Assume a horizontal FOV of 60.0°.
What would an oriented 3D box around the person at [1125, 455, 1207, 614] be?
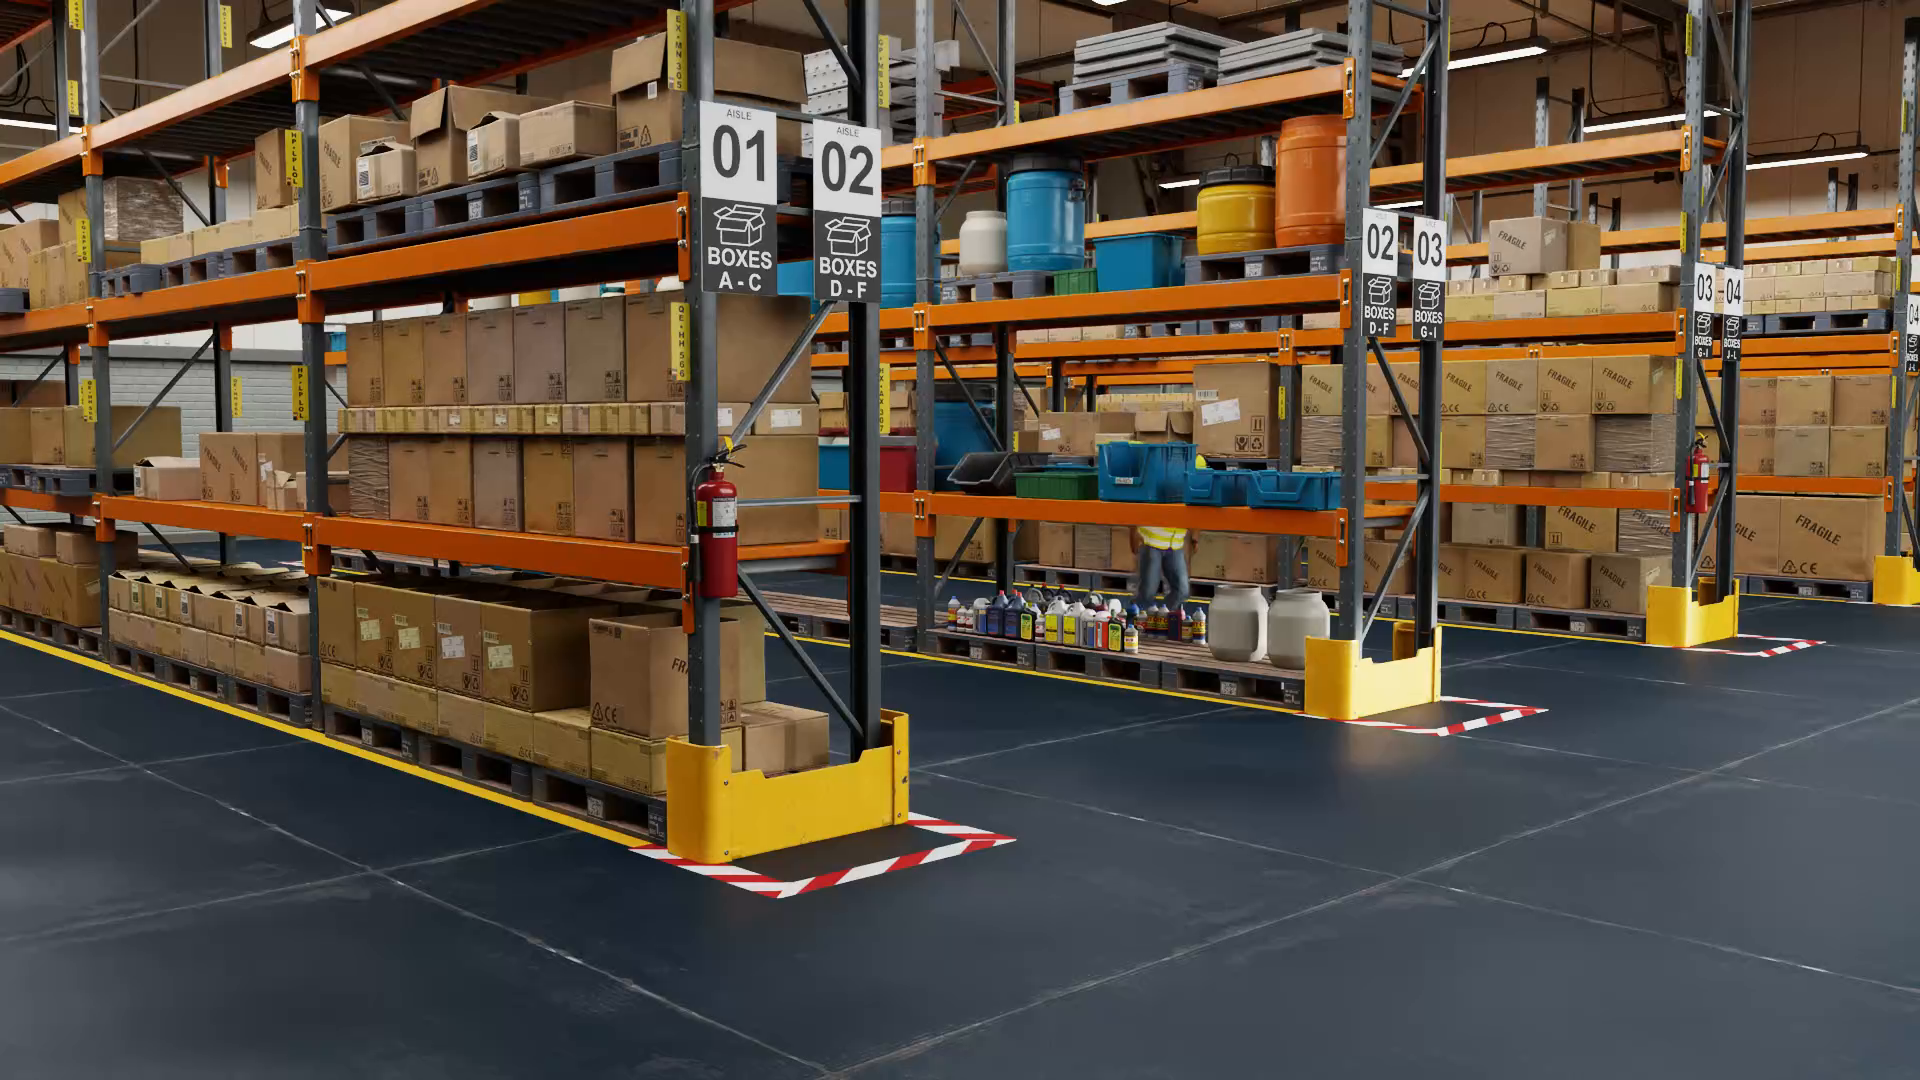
[{"bbox_3d":[1.756,0.069,14.201,0.725,1.621,0.870,-3,5,-33],"label":"person"}]
